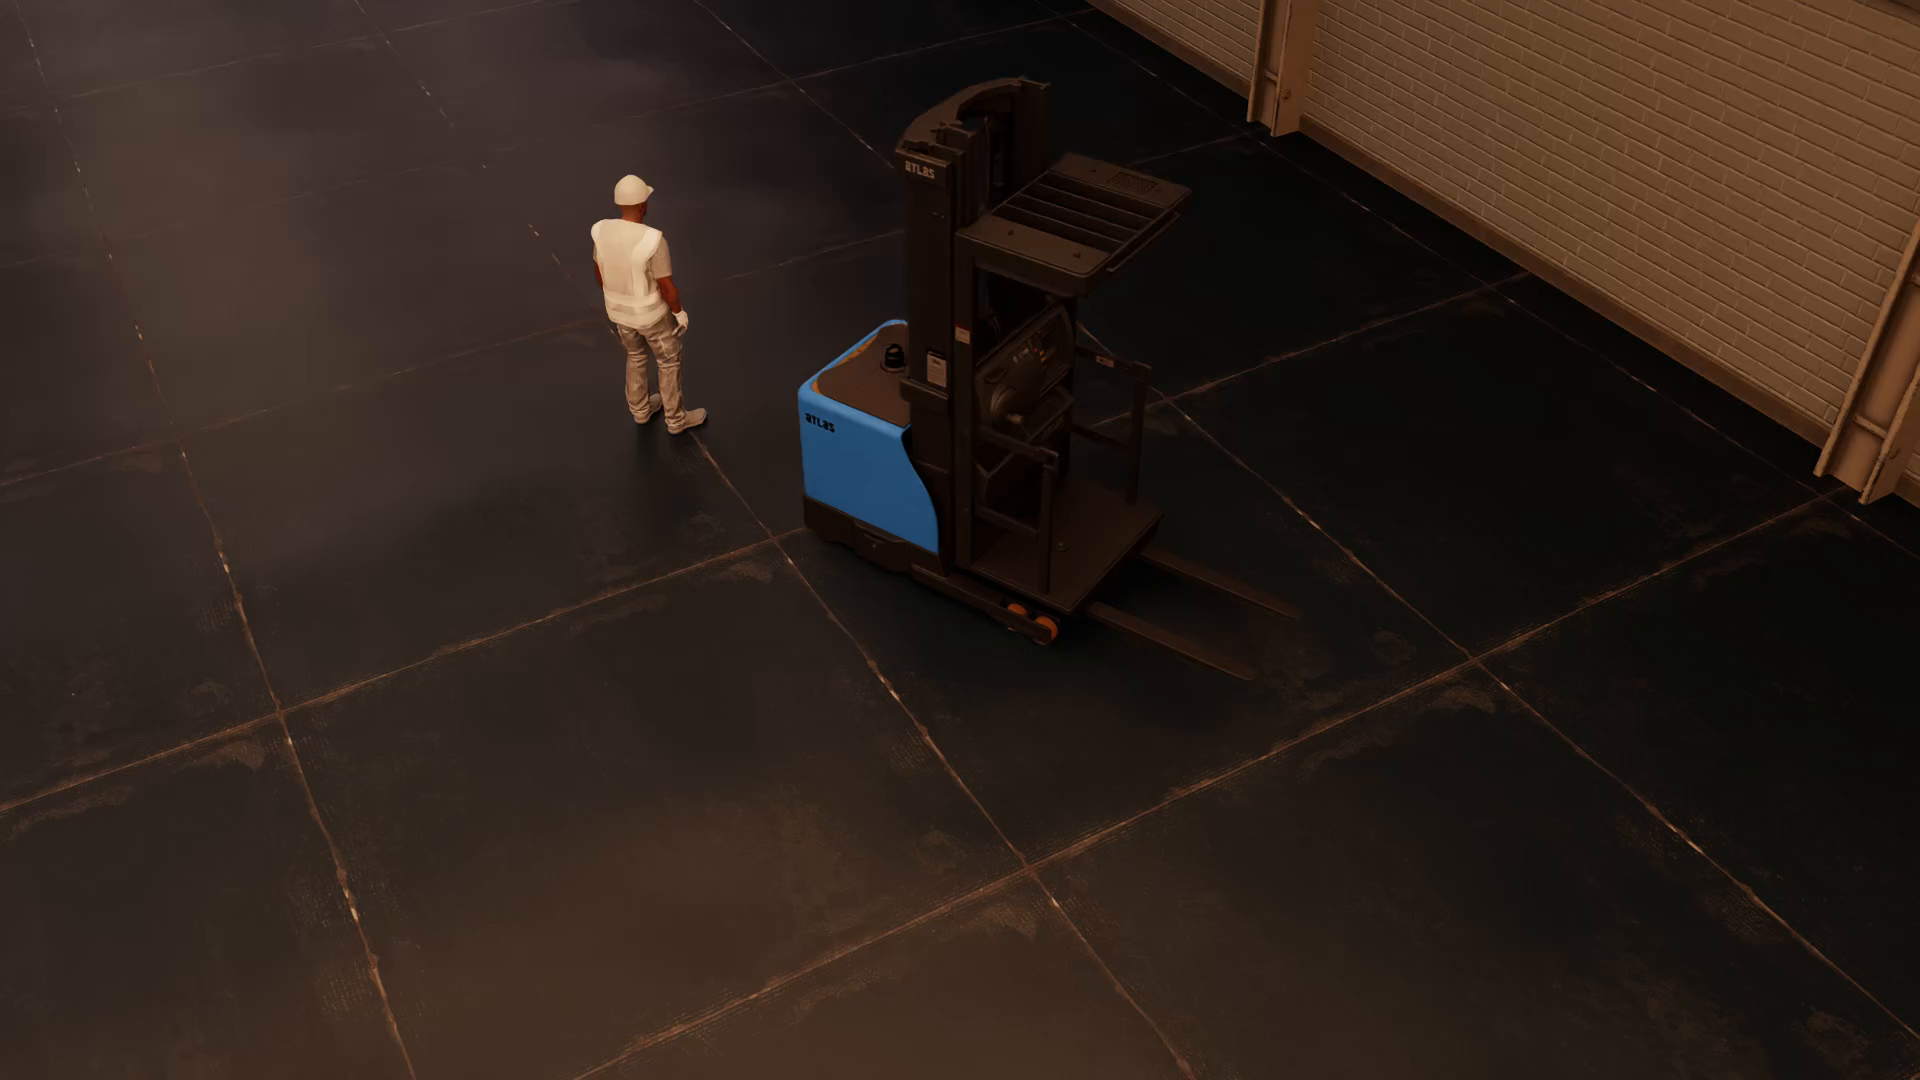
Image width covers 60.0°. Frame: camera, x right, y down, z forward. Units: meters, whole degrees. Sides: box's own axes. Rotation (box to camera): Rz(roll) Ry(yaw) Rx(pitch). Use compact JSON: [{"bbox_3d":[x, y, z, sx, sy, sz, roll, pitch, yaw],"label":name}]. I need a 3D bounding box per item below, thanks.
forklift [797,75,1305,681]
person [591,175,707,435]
[{"bbox_3d":[0.531,-0.911,9.135,3.031,2.935,1.130,24,45,26],"label":"forklift"},{"bbox_3d":[-2.044,-1.509,10.765,0.620,1.773,0.449,19,43,21],"label":"person"}]
